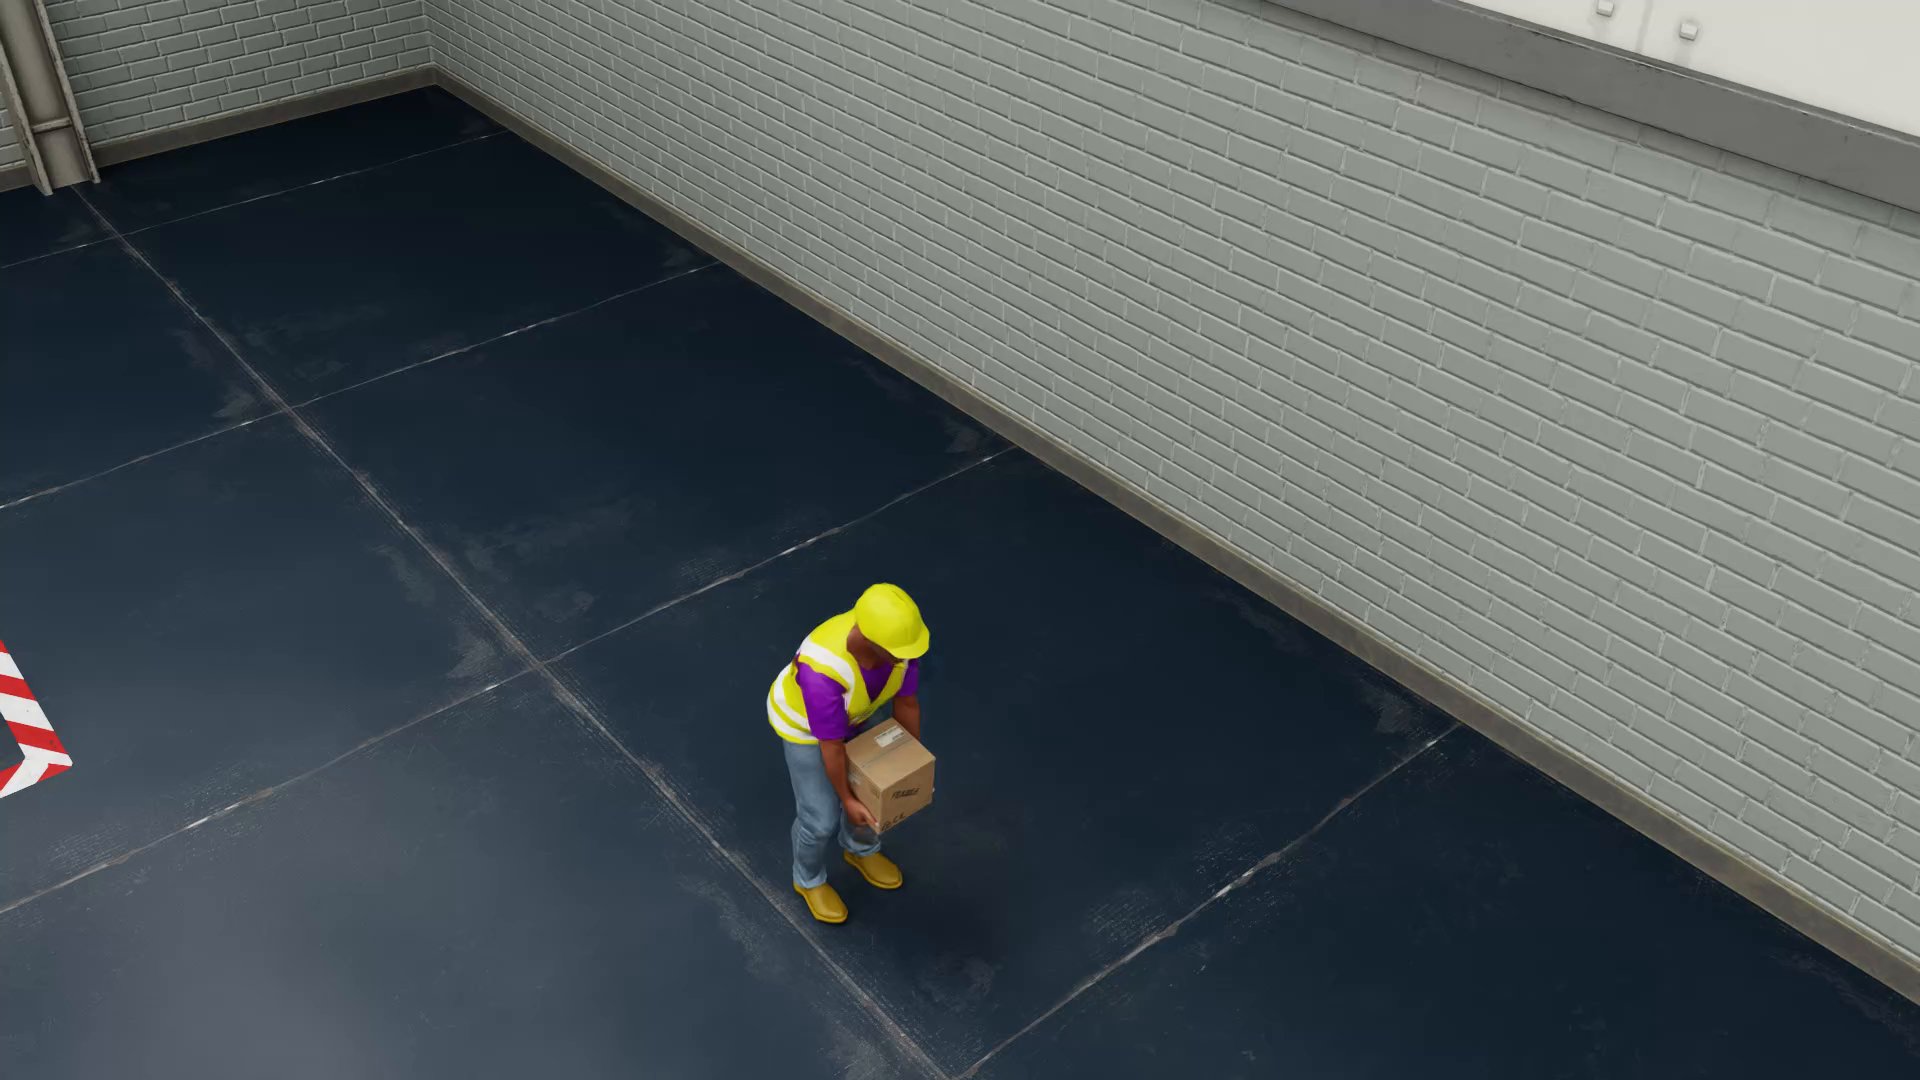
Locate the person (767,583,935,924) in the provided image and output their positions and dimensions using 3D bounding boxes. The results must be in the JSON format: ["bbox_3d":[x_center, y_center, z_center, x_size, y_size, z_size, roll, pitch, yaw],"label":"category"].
[{"bbox_3d":[-0.369,0.753,6.103,0.483,1.657,0.693,-27,44,-32],"label":"person"}]
